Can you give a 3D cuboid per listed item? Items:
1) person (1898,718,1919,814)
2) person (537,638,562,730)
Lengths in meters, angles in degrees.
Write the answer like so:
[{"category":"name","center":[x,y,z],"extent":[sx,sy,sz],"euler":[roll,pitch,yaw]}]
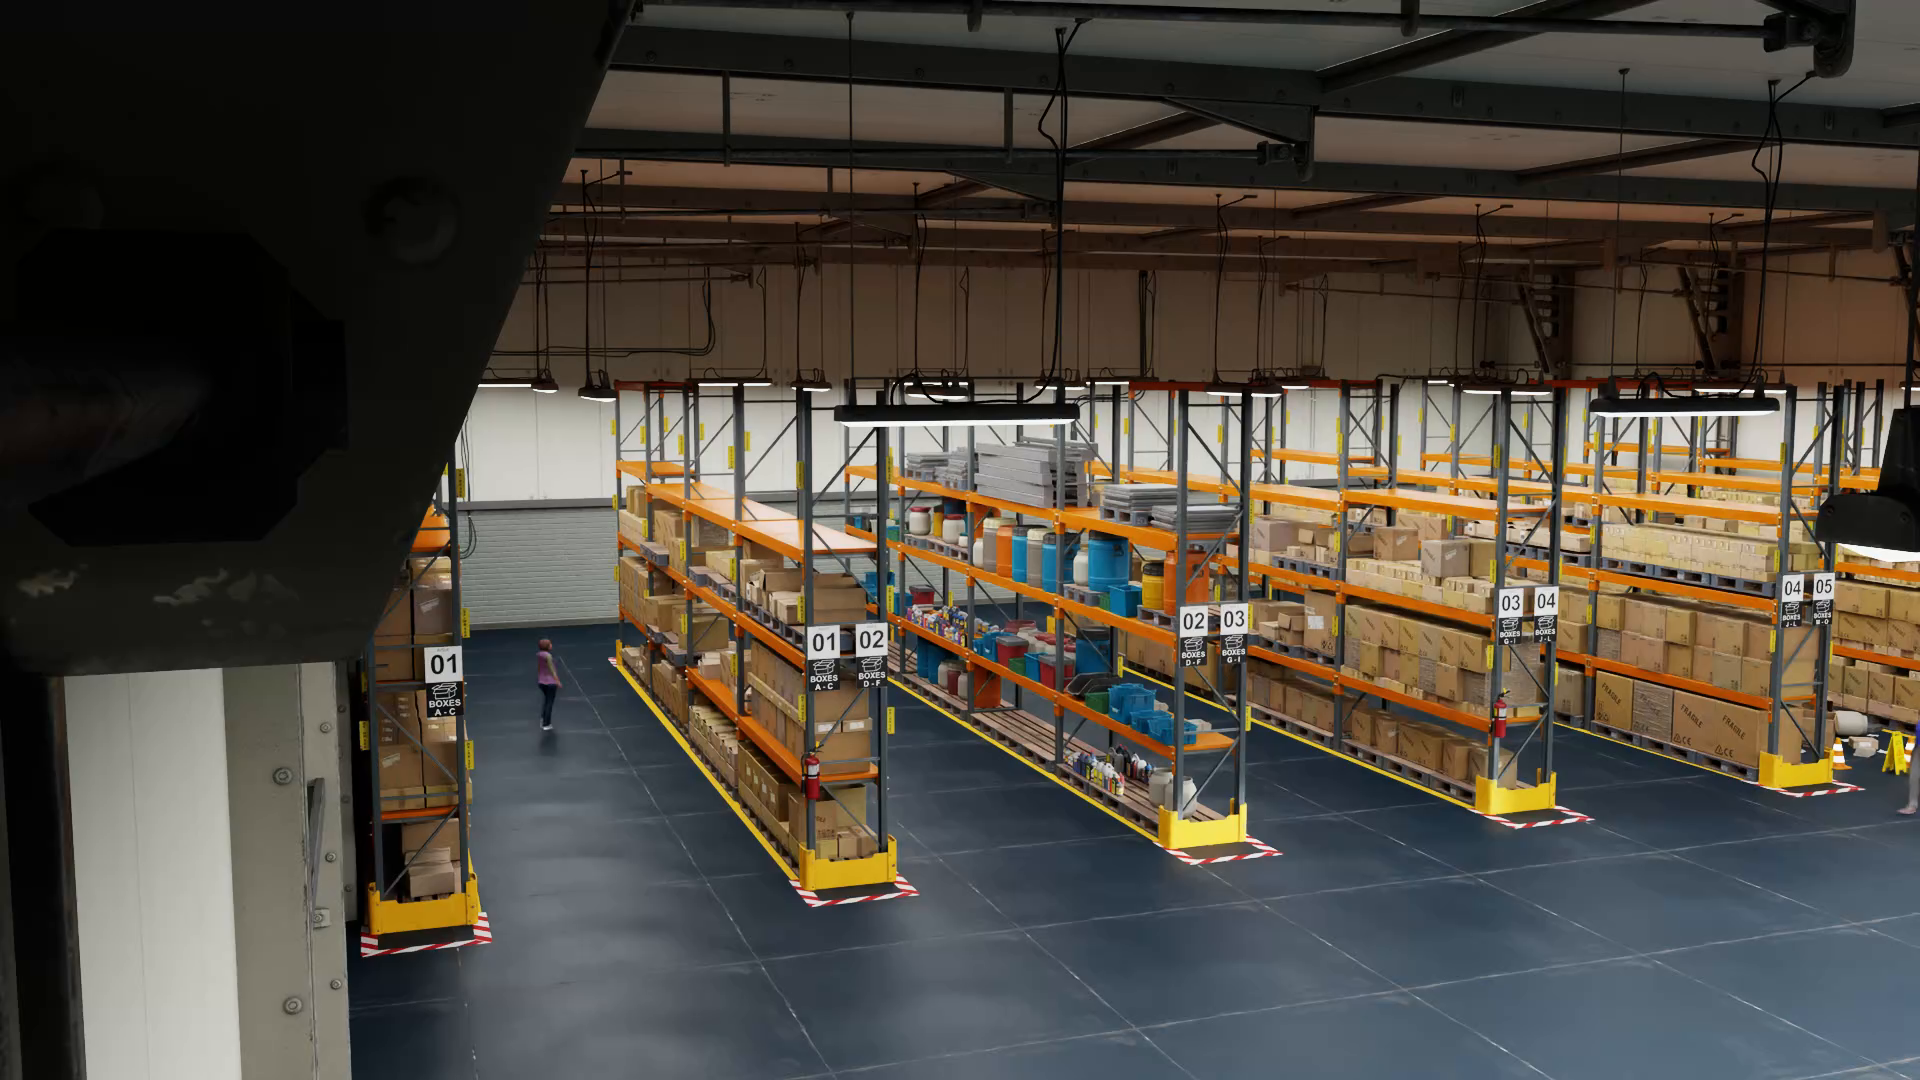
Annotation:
[{"category":"person","center":[13.679,3.046,23.489],"extent":[0.926,1.608,0.419],"euler":[-5,8,-41]},{"category":"person","center":[-7.119,2.501,28.791],"extent":[0.463,1.601,0.446],"euler":[2,6,21]}]
